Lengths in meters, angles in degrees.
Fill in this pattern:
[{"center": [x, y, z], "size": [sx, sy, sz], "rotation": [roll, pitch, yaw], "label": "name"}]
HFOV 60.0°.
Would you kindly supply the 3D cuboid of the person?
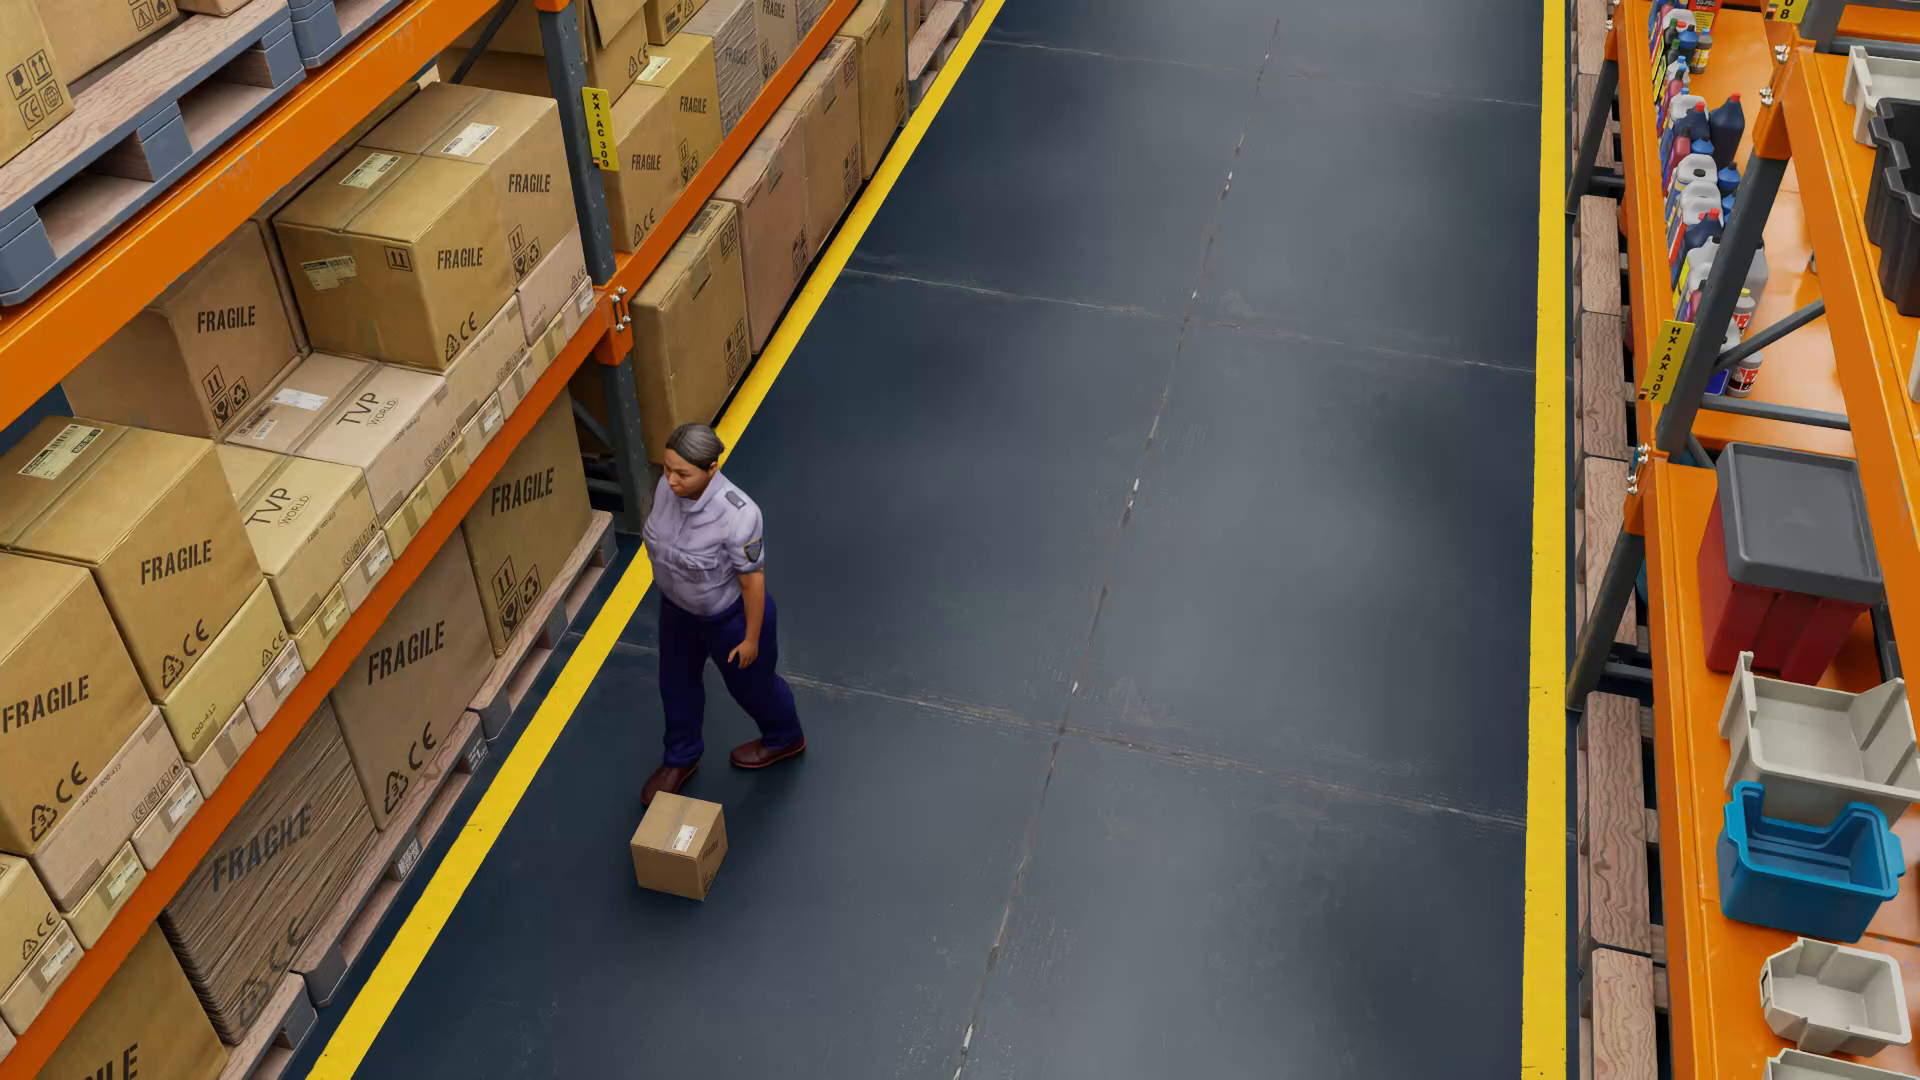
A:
[{"center": [-0.910, 0.286, 5.835], "size": [0.471, 1.644, 0.625], "rotation": [27, 48, 28], "label": "person"}]
